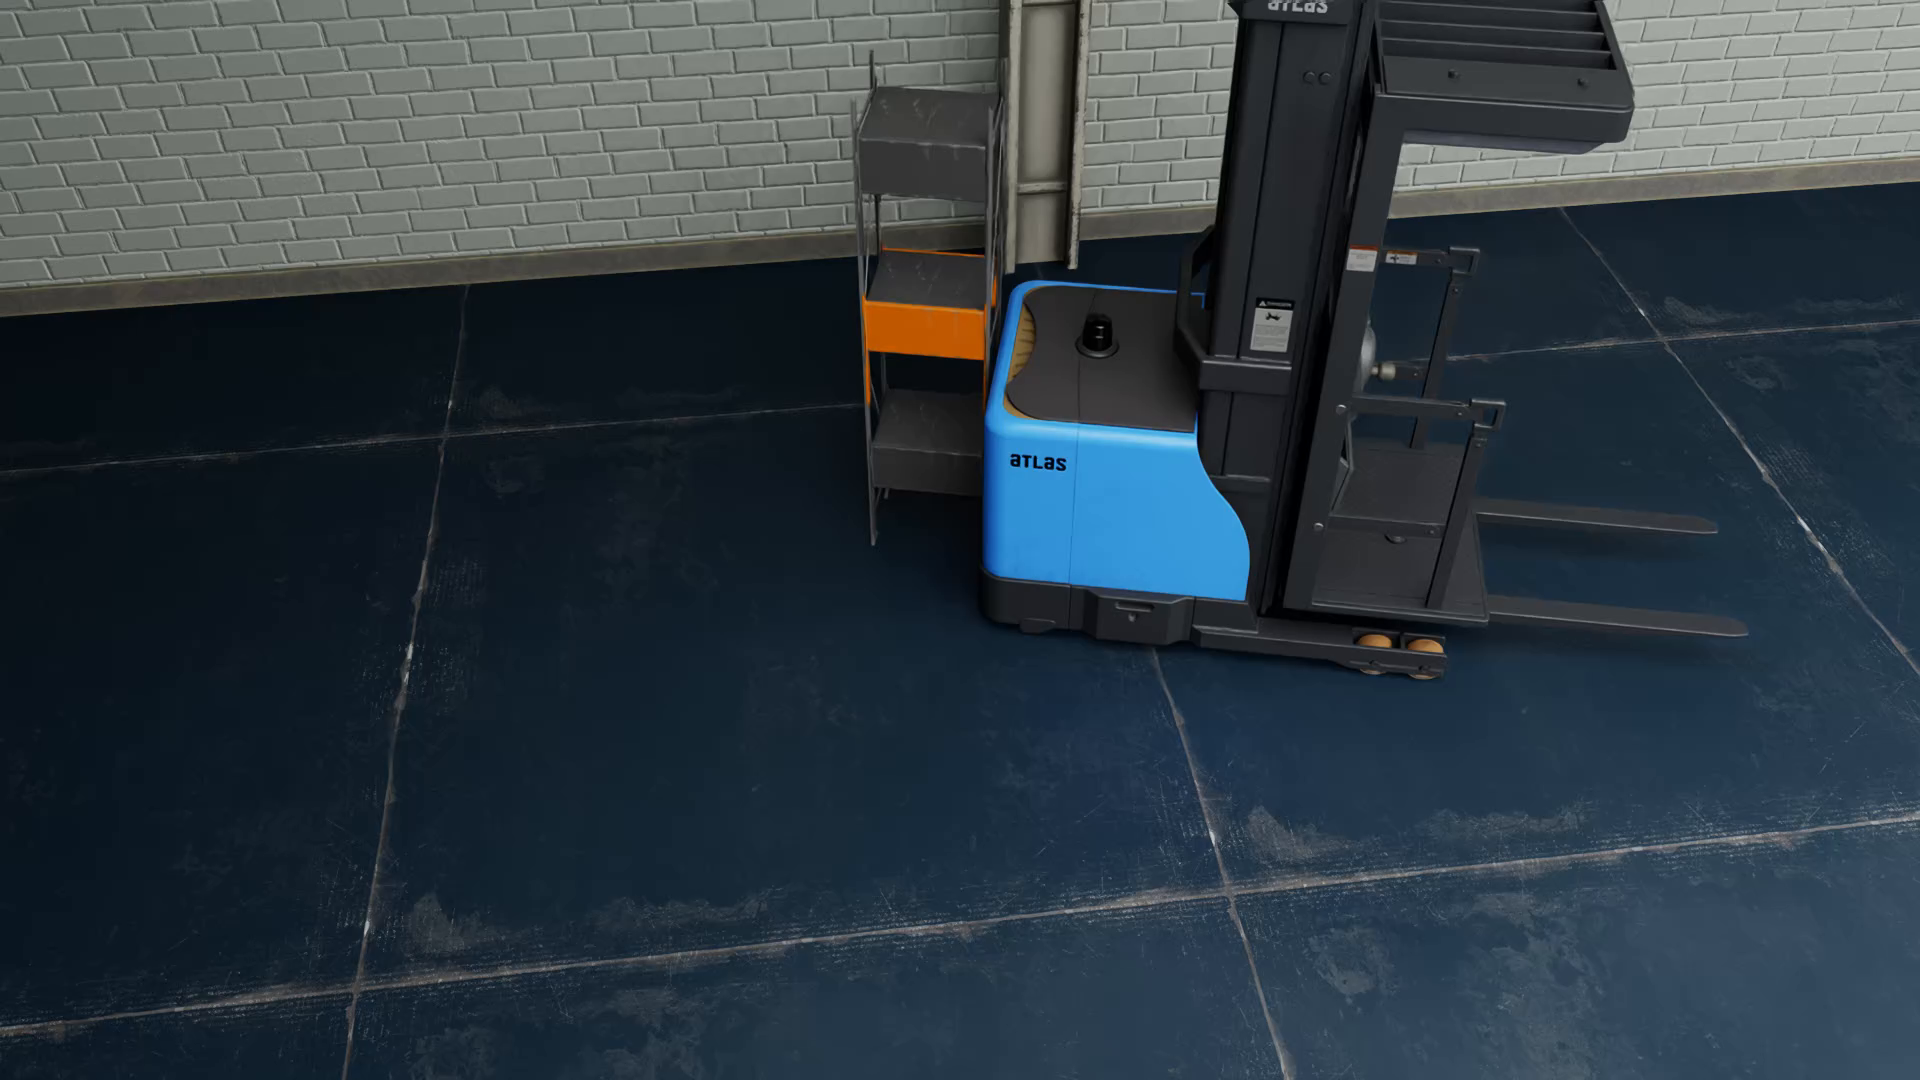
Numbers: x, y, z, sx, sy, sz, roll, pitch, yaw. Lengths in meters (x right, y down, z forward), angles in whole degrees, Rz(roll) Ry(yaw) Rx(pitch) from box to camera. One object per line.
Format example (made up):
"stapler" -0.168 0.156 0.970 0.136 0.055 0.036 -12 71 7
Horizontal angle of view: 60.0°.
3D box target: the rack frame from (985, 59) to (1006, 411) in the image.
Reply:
"rack frame" 0.133 -0.841 6.614 0.015 2.100 0.400 5 42 6

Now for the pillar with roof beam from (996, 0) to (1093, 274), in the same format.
"pillar with roof beam" 0.968 -2.013 2.763 0.400 9.000 9.100 -5 42 -6

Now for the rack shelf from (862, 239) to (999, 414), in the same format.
"rack shelf" -0.108 -0.853 6.649 0.480 0.518 0.431 5 42 6

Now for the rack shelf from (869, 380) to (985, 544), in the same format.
"rack shelf" -0.108 -0.333 7.118 0.480 0.518 0.431 5 42 6

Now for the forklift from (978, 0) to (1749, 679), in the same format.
"forklift" 1.635 -0.915 6.076 3.031 2.935 1.130 5 42 6

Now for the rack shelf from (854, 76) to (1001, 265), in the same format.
"rack shelf" -0.108 -1.373 6.180 0.480 0.518 0.431 5 42 6

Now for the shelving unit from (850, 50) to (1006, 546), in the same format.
"shelving unit" -0.108 -0.863 6.640 0.503 2.100 0.431 5 42 6

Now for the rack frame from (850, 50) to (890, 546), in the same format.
"rack frame" -0.350 -0.886 6.665 0.015 2.100 0.400 5 42 6
